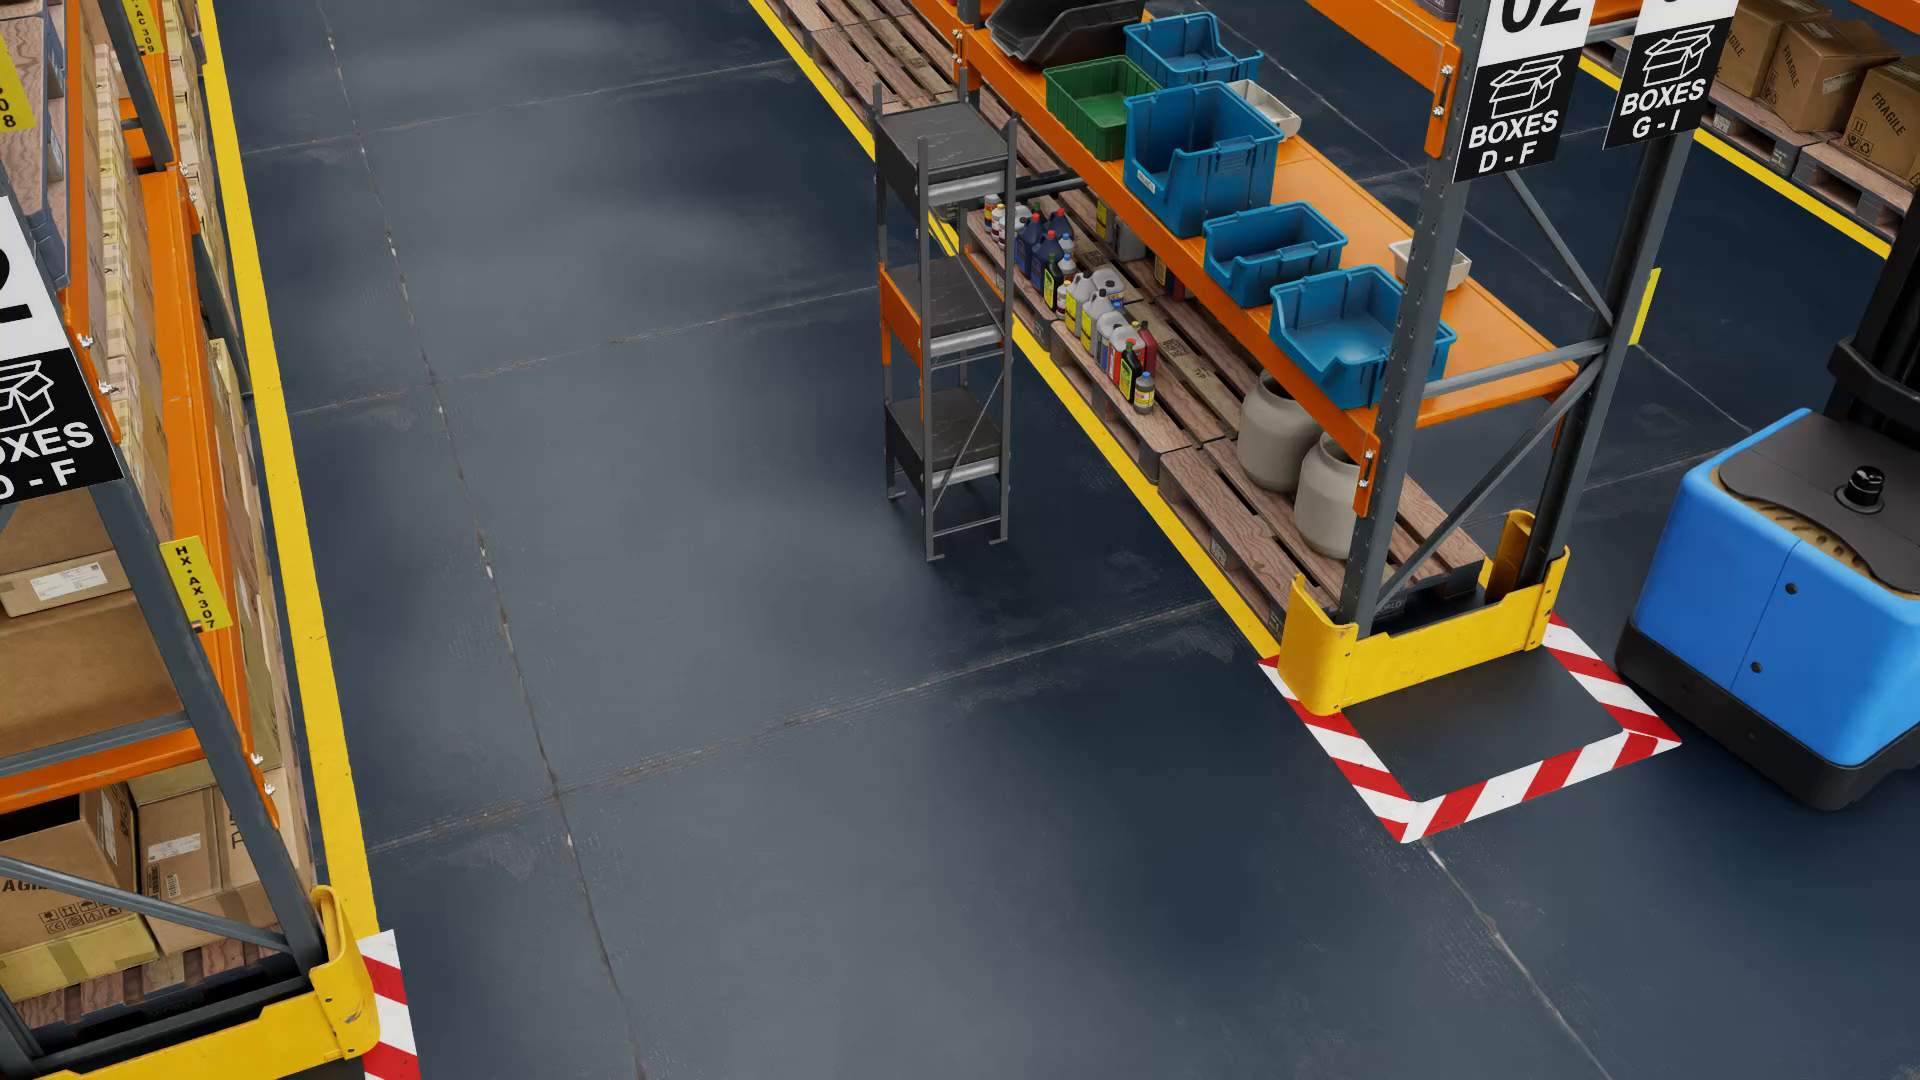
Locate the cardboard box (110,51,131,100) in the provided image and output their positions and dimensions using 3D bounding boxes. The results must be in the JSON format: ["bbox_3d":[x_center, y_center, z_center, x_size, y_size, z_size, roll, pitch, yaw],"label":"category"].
[{"bbox_3d":[-4.260,-2.282,8.214,0.380,0.149,0.250,-15,43,-17],"label":"cardboard box"}]

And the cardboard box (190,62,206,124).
[{"bbox_3d":[-5.014,-2.753,10.356,0.500,0.250,0.500,-16,43,-17],"label":"cardboard box"}]

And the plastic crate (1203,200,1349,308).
[{"bbox_3d":[1.287,-1.179,6.853,0.499,0.251,0.408,-15,43,-17],"label":"plastic crate"}]

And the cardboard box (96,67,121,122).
[{"bbox_3d":[-3.716,-1.816,6.906,0.380,0.149,0.250,-16,43,-18],"label":"cardboard box"}]

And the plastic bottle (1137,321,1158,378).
[{"bbox_3d":[0.917,-0.936,8.202,0.061,0.283,0.133,-15,43,-17],"label":"plastic bottle"}]

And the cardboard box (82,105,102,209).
[{"bbox_3d":[-3.549,-1.450,5.983,0.700,0.500,0.500,-15,43,-17],"label":"cardboard box"}]

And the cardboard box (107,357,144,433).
[{"bbox_3d":[-2.823,-0.418,5.280,0.380,0.149,0.250,-16,43,-18],"label":"cardboard box"}]

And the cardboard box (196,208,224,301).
[{"bbox_3d":[-4.038,-1.433,8.391,0.500,0.311,0.500,-15,43,-17],"label":"cardboard box"}]

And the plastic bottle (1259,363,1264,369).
[{"bbox_3d":[1.553,-0.954,8.287,0.097,0.201,0.097,0,41,0],"label":"plastic bottle"}]

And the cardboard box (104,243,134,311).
[{"bbox_3d":[-3.118,-0.883,5.821,0.380,0.149,0.250,-15,43,-16],"label":"cardboard box"}]

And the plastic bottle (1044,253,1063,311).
[{"bbox_3d":[0.490,-1.349,8.683,0.061,0.283,0.133,-13,42,-15],"label":"plastic bottle"}]

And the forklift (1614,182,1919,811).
[{"bbox_3d":[4.240,-0.838,6.395,3.031,2.935,1.130,-24,46,-26],"label":"forklift"}]

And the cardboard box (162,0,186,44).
[{"bbox_3d":[-5.213,-3.277,10.536,0.500,0.311,0.500,-14,43,-16],"label":"cardboard box"}]

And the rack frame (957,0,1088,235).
[{"bbox_3d":[0.468,-3.026,8.887,1.000,3.000,0.127,-15,43,-17],"label":"rack frame"}]

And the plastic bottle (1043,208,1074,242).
[{"bbox_3d":[0.526,-1.634,8.963,0.144,0.351,0.185,-15,43,-17],"label":"plastic bottle"}]

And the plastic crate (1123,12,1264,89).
[{"bbox_3d":[1.142,-2.370,8.239,0.499,0.251,0.616,-15,43,-17],"label":"plastic crate"}]

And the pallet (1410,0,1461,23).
[{"bbox_3d":[1.772,-2.205,5.776,1.003,0.211,1.213,-15,43,-17],"label":"pallet"}]

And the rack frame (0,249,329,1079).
[{"bbox_3d":[-2.580,0.617,4.650,1.000,3.000,0.127,-15,43,-17],"label":"rack frame"}]

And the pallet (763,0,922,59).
[{"bbox_3d":[-0.802,-3.902,12.044,1.003,0.211,1.213,-15,43,-17],"label":"pallet"}]

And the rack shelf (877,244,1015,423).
[{"bbox_3d":[-0.063,-0.885,7.109,0.431,0.518,0.480,-15,43,-17],"label":"rack shelf"}]

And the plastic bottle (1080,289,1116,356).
[{"bbox_3d":[0.699,-1.117,8.361,0.144,0.351,0.185,-13,42,-15],"label":"plastic bottle"}]

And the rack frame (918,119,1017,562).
[{"bbox_3d":[0.030,-0.749,6.929,0.400,2.100,0.015,-15,43,-17],"label":"rack frame"}]

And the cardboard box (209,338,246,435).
[{"bbox_3d":[-3.731,-0.684,7.950,0.500,0.250,0.500,-15,43,-17],"label":"cardboard box"}]

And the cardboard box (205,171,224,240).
[{"bbox_3d":[-4.431,-1.833,9.287,0.500,0.250,0.500,-16,43,-18],"label":"cardboard box"}]

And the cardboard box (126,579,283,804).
[{"bbox_3d":[-2.773,0.537,5.955,0.500,0.500,0.500,-15,43,-17],"label":"cardboard box"}]

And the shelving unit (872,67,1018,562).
[{"bbox_3d":[-0.063,-0.896,7.100,0.431,2.100,0.503,-15,43,-17],"label":"shelving unit"}]

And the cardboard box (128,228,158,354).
[{"bbox_3d":[-3.539,-0.945,6.391,0.700,0.500,0.500,-14,43,-16],"label":"cardboard box"}]

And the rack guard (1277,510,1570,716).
[{"bbox_3d":[1.926,0.297,6.939,1.175,0.500,0.348,-15,43,-17],"label":"rack guard"}]

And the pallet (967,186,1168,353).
[{"bbox_3d":[0.686,-1.554,9.313,1.003,0.211,1.213,-15,43,-17],"label":"pallet"}]

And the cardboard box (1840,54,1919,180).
[{"bbox_3d":[5.696,-2.524,9.899,0.500,0.500,0.500,-19,44,-21],"label":"cardboard box"}]

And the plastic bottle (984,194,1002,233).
[{"bbox_3d":[0.185,-1.857,9.282,0.097,0.271,0.097,0,41,0],"label":"plastic bottle"}]

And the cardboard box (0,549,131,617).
[{"bbox_3d":[-2.531,0.043,4.744,0.380,0.149,0.250,-15,43,-17],"label":"cardboard box"}]

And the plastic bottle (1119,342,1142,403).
[{"bbox_3d":[0.829,-0.816,8.063,0.061,0.283,0.133,-14,43,-16],"label":"plastic bottle"}]

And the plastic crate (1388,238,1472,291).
[{"bbox_3d":[1.953,-1.136,6.891,0.298,0.136,0.250,-15,43,-17],"label":"plastic crate"}]

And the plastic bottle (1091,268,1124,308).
[{"bbox_3d":[0.755,-1.252,8.576,0.152,0.276,0.135,-15,43,-17],"label":"plastic bottle"}]

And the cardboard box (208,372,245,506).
[{"bbox_3d":[-3.356,-0.364,7.003,0.500,0.500,0.500,-15,43,-17],"label":"cardboard box"}]

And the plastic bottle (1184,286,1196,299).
[{"bbox_3d":[1.236,-1.435,8.788,0.152,0.276,0.135,-14,43,-16],"label":"plastic bottle"}]

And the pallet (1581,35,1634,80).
[{"bbox_3d":[4.744,-3.673,11.778,1.003,0.211,1.213,-15,43,-17],"label":"pallet"}]

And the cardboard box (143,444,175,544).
[{"bbox_3d":[-2.952,-0.020,5.315,0.700,0.500,0.500,-14,43,-16],"label":"cardboard box"}]

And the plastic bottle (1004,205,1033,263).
[{"bbox_3d":[0.334,-1.671,9.062,0.152,0.276,0.135,-14,43,-15],"label":"plastic bottle"}]

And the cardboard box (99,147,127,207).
[{"bbox_3d":[-3.421,-1.352,6.367,0.380,0.149,0.250,-15,43,-17],"label":"cardboard box"}]

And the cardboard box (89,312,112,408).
[{"bbox_3d":[-2.973,-0.544,4.929,0.700,0.500,0.500,-16,43,-18],"label":"cardboard box"}]

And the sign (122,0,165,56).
[{"bbox_3d":[-3.598,-2.290,7.306,0.100,0.325,0.005,-15,43,-17],"label":"sign"}]

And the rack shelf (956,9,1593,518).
[{"bbox_3d":[1.233,-1.548,7.720,1.077,0.370,4.000,-15,43,-17],"label":"rack shelf"}]

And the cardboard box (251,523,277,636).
[{"bbox_3d":[-3.152,0.218,6.901,0.500,0.250,0.500,-15,43,-17],"label":"cardboard box"}]

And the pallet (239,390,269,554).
[{"bbox_3d":[-3.845,-0.246,7.792,1.003,0.211,1.213,-15,43,-17],"label":"pallet"}]

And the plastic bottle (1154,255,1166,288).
[{"bbox_3d":[1.092,-1.495,8.853,0.061,0.283,0.133,-15,43,-17],"label":"plastic bottle"}]

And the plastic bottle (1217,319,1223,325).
[{"bbox_3d":[1.385,-1.218,8.594,0.097,0.201,0.097,0,41,0],"label":"plastic bottle"}]

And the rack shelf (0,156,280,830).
[{"bbox_3d":[-3.345,-0.315,6.286,1.077,0.370,4.000,-15,43,-17],"label":"rack shelf"}]

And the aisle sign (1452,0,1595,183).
[{"bbox_3d":[1.751,-1.484,5.100,0.394,0.787,0.004,-15,43,-17],"label":"aisle sign"}]

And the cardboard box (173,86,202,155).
[{"bbox_3d":[-4.628,-2.359,9.467,0.500,0.311,0.500,-14,43,-16],"label":"cardboard box"}]

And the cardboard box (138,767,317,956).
[{"bbox_3d":[-2.579,1.122,5.850,0.500,0.250,0.500,-15,43,-17],"label":"cardboard box"}]
